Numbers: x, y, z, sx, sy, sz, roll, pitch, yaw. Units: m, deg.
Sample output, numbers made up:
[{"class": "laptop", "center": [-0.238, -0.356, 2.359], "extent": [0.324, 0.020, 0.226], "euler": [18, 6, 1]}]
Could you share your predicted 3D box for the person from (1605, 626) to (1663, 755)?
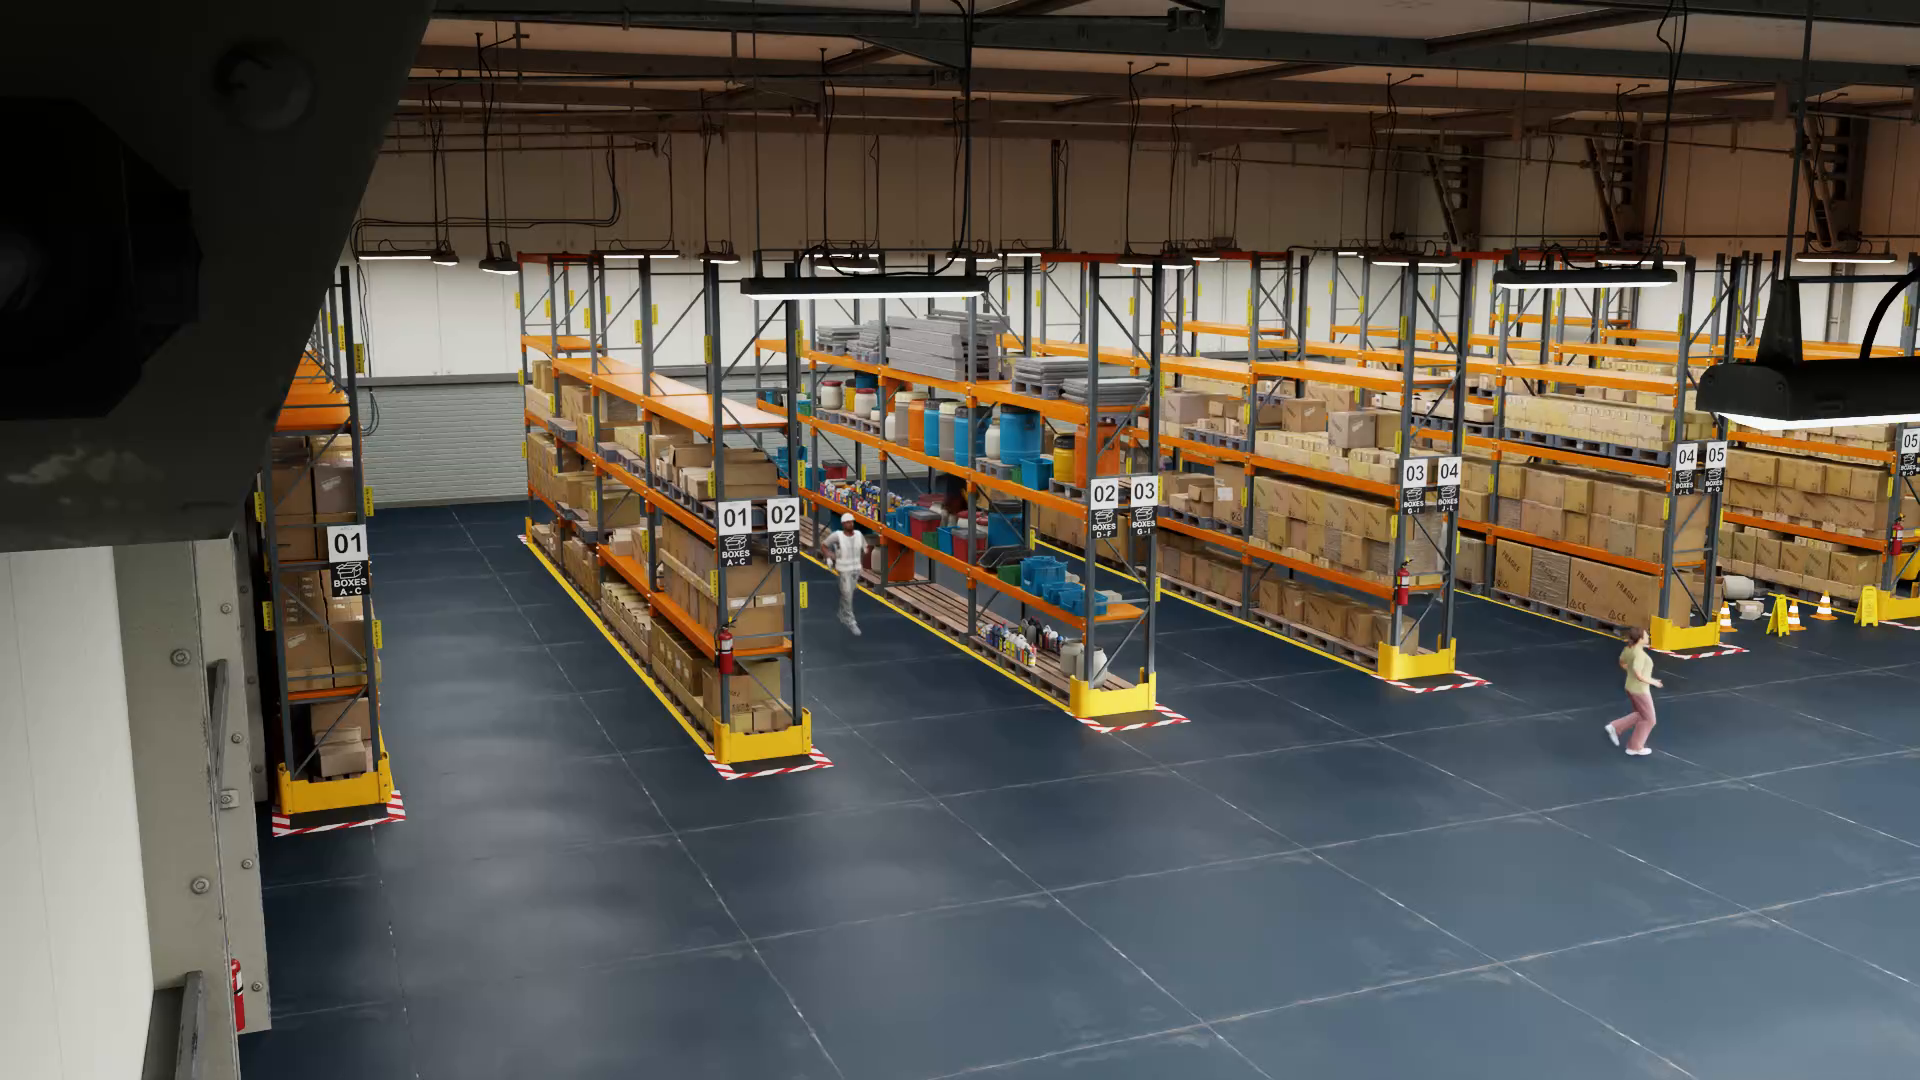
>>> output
[{"class": "person", "center": [8.282, 1.848, 20.421], "extent": [0.569, 1.619, 0.578], "euler": [1, 10, 3]}]

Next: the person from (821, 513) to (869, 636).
[{"class": "person", "center": [-1.713, 0.493, 25.662], "extent": [0.671, 1.834, 0.836], "euler": [-8, 13, -37]}]

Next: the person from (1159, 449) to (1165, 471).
[{"class": "person", "center": [4.450, -1.287, 37.651], "extent": [0.560, 1.594, 0.887], "euler": [-4, 11, -19]}]

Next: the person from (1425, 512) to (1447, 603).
[{"class": "person", "center": [8.308, 0.237, 28.966], "extent": [0.564, 1.655, 0.969], "euler": [-5, 11, -24]}]
